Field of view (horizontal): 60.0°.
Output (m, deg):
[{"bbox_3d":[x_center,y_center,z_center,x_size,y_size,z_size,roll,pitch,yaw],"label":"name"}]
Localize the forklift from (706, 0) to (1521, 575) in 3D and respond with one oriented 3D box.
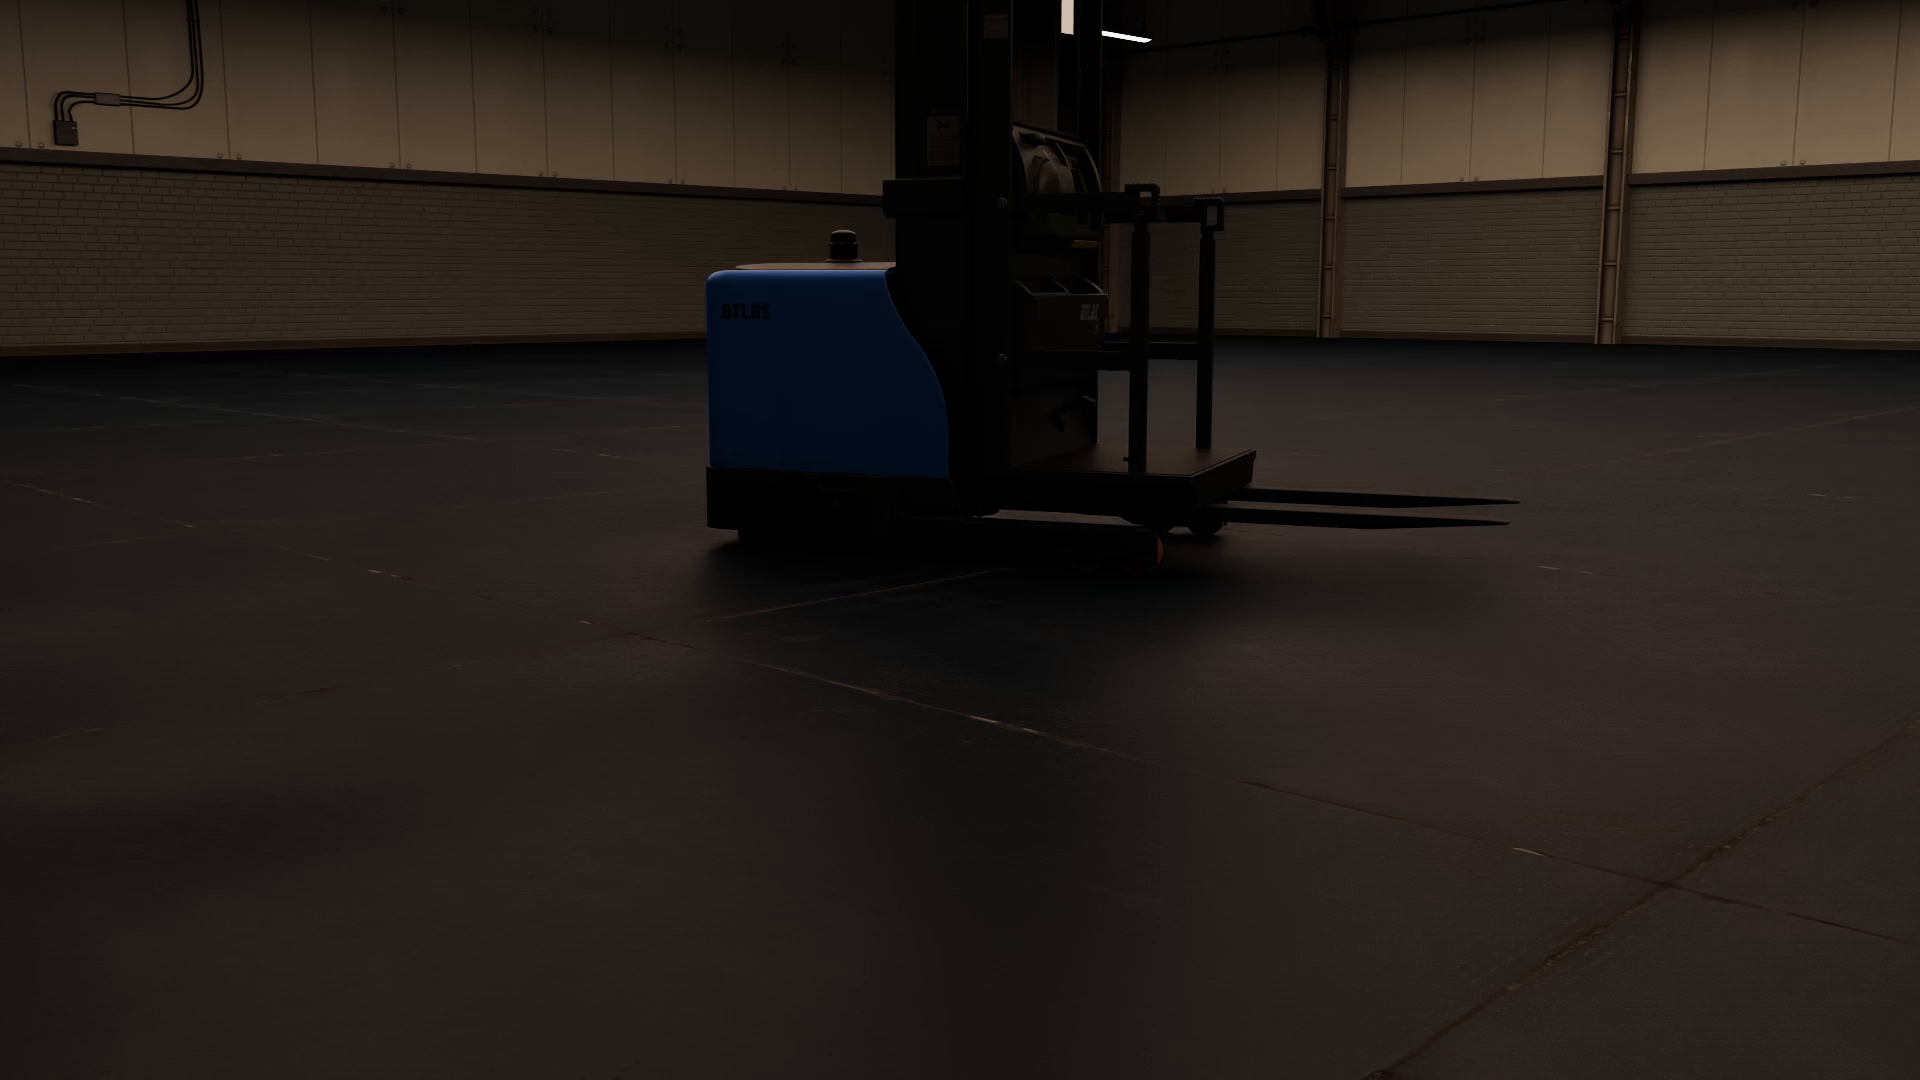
[{"bbox_3d":[0.565,-1.416,6.275,3.031,2.935,1.130,3,9,22],"label":"forklift"}]
